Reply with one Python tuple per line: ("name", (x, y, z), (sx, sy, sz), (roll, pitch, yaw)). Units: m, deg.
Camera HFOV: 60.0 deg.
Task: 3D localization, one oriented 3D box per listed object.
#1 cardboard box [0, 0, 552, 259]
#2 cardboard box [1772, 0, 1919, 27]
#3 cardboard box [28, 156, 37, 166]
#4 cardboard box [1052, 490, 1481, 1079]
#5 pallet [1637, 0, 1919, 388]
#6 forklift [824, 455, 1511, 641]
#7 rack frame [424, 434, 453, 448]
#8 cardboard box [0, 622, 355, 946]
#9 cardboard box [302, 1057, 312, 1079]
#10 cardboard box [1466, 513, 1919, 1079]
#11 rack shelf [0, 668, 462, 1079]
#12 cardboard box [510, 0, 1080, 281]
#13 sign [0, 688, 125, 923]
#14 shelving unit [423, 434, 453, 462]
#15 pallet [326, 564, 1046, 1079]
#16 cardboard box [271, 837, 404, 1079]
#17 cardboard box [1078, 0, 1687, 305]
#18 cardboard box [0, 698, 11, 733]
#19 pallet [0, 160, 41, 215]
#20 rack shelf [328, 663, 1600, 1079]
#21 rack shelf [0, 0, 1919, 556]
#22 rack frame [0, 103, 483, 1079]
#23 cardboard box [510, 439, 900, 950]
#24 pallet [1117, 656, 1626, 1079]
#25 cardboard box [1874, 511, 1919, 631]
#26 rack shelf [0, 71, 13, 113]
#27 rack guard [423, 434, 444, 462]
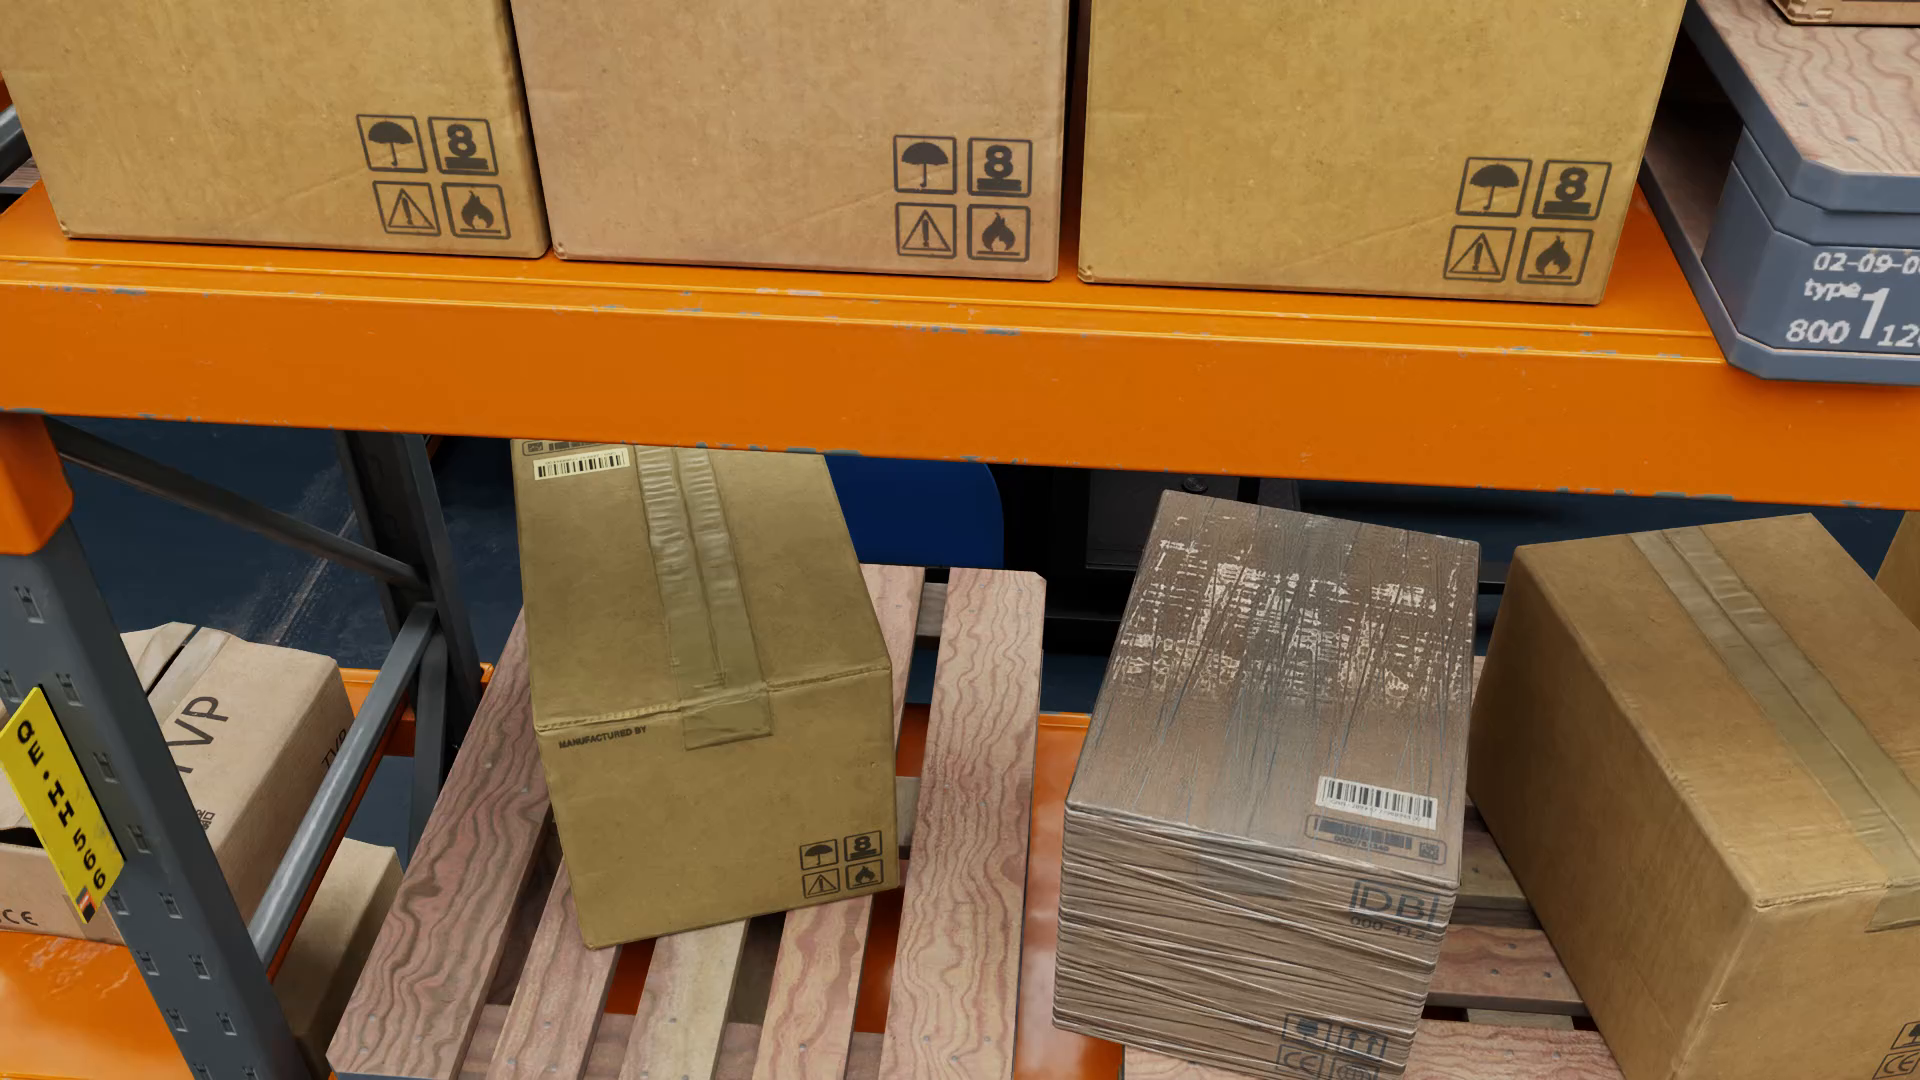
("cardboard box", (-0.624, -0.768, 1.862), (0.500, 0.500, 0.910), (3, 39, 4))
("cardboard box", (1.099, -0.899, 1.611), (0.600, 0.600, 0.600), (2, 39, 2))
("cardboard box", (-3.888, -2.074, 7.553), (0.500, 0.500, 0.700), (4, 39, 5))
("cardboard box", (0.470, 0.363, 2.516), (0.500, 0.500, 0.700), (10, 40, 12))
("pallet", (1.246, -0.575, 1.853), (1.003, 0.211, 1.213), (3, 39, 4))
("forklift", (0.628, -1.103, 4.784), (3.031, 2.935, 1.130), (3, 39, 4))
("rack frame", (-1.928, -0.876, 5.638), (0.032, 1.500, 0.500), (3, 39, 4))
("cardboard box", (-1.420, 0.419, 2.930), (0.500, 0.311, 0.500), (5, 39, 7))
("cardboard box", (-1.605, 1.244, 3.247), (0.500, 0.311, 0.500), (4, 39, 5))
("cardboard box", (1.158, 0.390, 2.483), (0.500, 0.500, 0.700), (-6, 40, -8))
("rack shelf", (-3.054, 0.601, 3.205), (4.000, 0.370, 1.077), (3, 39, 4))
("cardboard box", (-0.116, -0.740, 1.828), (0.500, 0.500, 0.910), (3, 39, 4))
("sign", (-1.106, 0.332, 2.049), (0.005, 0.325, 0.100), (3, 39, 4))
("shelving unit", (-1.413, -0.846, 5.601), (1.083, 1.500, 0.587), (3, 39, 4))
("pallet", (-0.380, 0.499, 2.913), (1.003, 0.211, 1.213), (3, 39, 4))
("cardboard box", (-1.558, 0.904, 3.664), (0.500, 0.311, 0.500), (4, 39, 5))
("cardboard box", (0.402, -0.712, 1.793), (0.500, 0.500, 0.910), (3, 39, 4))
("cardboard box", (-1.936, 0.295, 3.081), (0.500, 0.311, 0.500), (3, 39, 3))
("pallet", (-3.847, -1.779, 7.769), (1.213, 0.211, 1.003), (3, 39, 4))
("rack shelf", (0.931, 0.819, 2.937), (4.000, 0.370, 1.077), (3, 39, 4))
("rack shelf", (0.931, -0.344, 1.990), (4.000, 0.370, 1.077), (3, 39, 4))
("rack frame", (-1.061, 0.431, 2.844), (0.127, 3.000, 1.000), (3, 39, 4))
("cardboard box", (-0.424, 0.193, 2.725), (0.500, 0.500, 0.700), (-9, 40, -11))
("pallet", (0.876, 0.609, 2.778), (1.213, 0.211, 1.003), (3, 39, 4))
("cardboard box", (1.780, 0.284, 2.614), (0.500, 0.500, 0.700), (9, 40, 11))
("rack shelf", (-3.054, -0.562, 2.258), (4.000, 0.370, 1.077), (3, 39, 4))
("rack guard", (-1.909, -0.390, 6.031), (0.087, 0.250, 0.587), (3, 39, 4))
